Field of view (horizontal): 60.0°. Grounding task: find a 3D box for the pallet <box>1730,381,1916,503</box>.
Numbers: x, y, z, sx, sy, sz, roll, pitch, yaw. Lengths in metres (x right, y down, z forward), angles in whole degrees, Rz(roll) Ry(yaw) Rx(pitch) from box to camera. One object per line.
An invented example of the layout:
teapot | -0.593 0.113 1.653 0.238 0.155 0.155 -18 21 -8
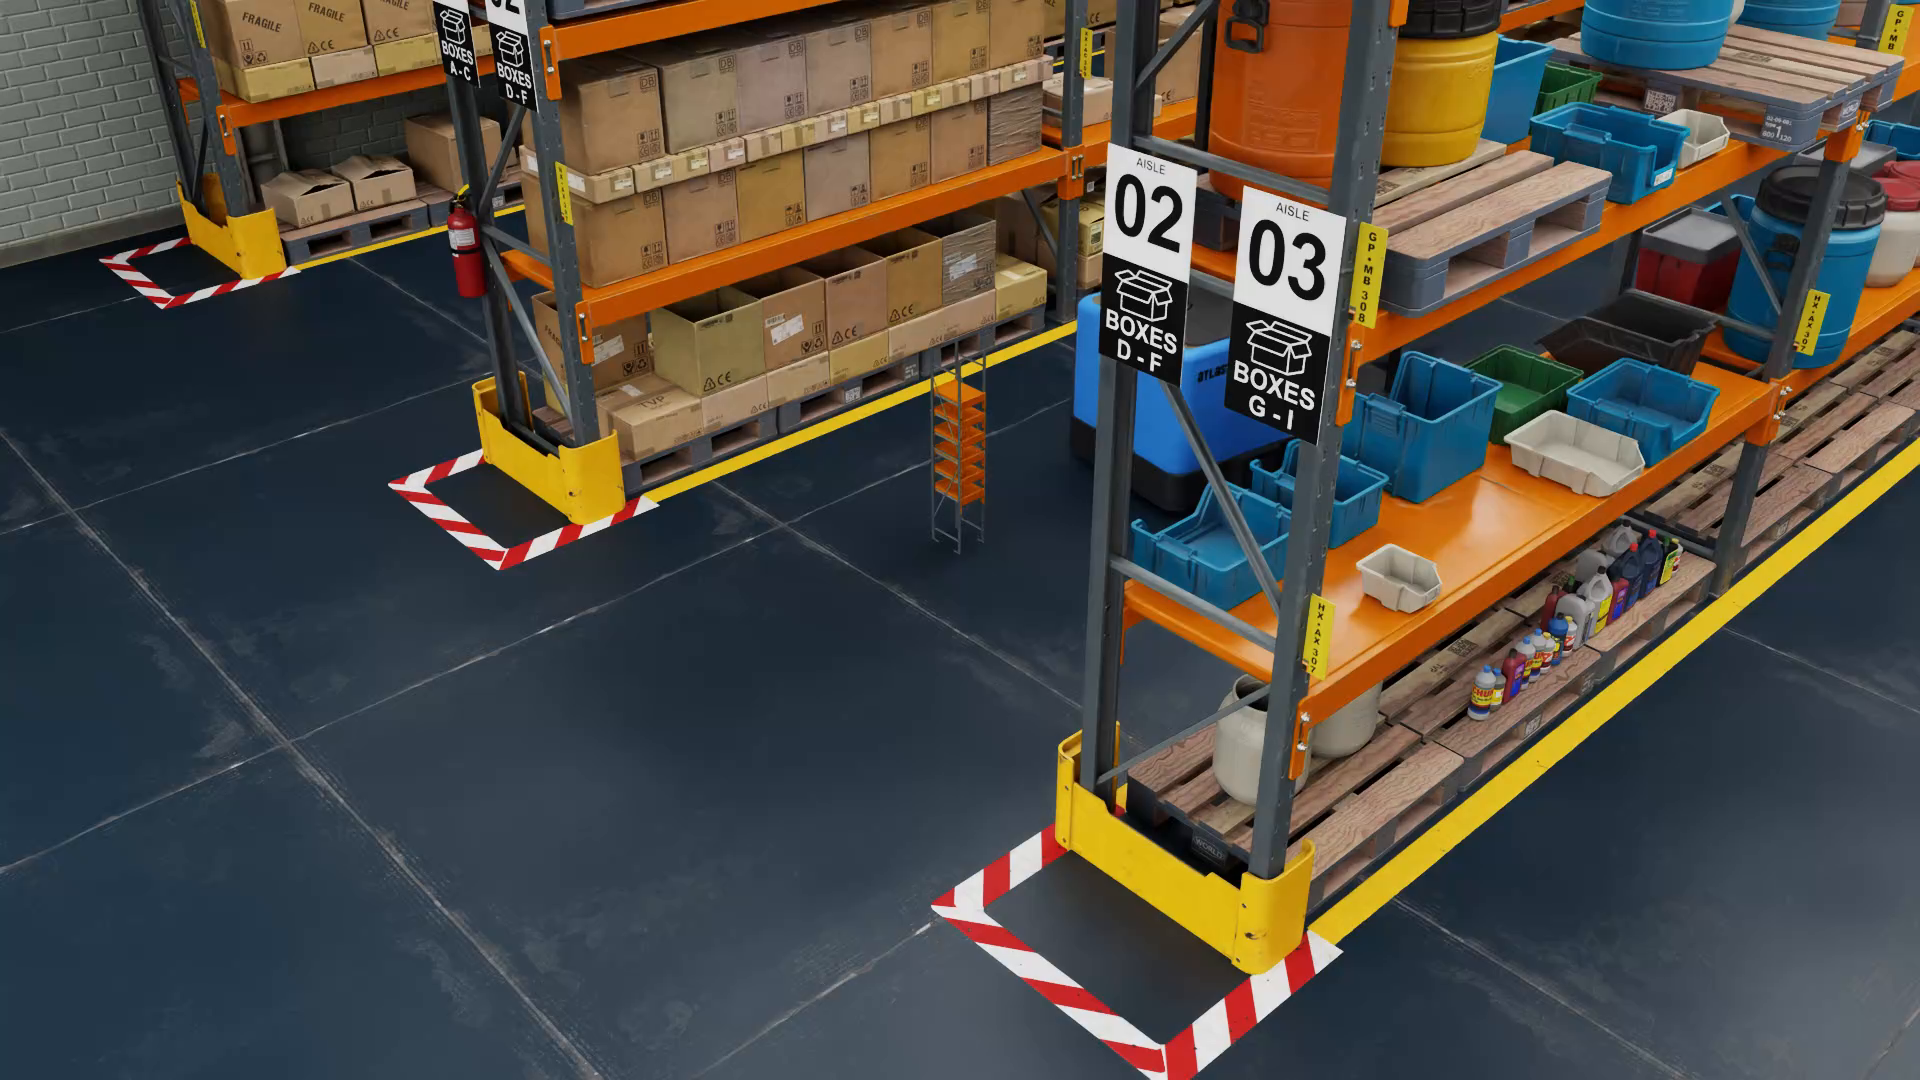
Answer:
pallet | 5.274 -0.707 10.538 1.213 0.211 1.003 -26 40 -35

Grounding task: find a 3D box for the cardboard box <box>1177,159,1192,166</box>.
cardboard box | 2.063 -2.907 13.158 0.500 0.311 0.500 -25 39 -34

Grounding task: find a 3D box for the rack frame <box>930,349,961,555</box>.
rack frame | -0.078 -0.474 9.210 0.006 1.200 0.240 -26 40 -35

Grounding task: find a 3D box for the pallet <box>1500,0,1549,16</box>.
pallet | 4.820 -5.093 15.221 1.213 0.211 1.003 -26 40 -35

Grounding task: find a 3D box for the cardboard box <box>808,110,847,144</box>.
cardboard box | -0.907 -2.566 10.189 0.250 0.149 0.380 -25 40 -35

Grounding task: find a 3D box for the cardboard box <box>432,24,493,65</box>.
cardboard box | -4.145 -4.082 13.509 0.500 0.250 0.500 -25 40 -35

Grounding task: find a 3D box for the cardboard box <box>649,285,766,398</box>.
cardboard box | -1.559 -1.255 10.275 0.500 0.500 0.500 -26 40 -35

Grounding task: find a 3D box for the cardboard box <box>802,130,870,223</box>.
cardboard box | -0.985 -2.399 10.536 0.500 0.500 0.700 -24 39 -34

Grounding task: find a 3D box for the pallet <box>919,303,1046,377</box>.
pallet | -0.148 -1.609 12.012 1.213 0.211 1.003 -26 40 -35

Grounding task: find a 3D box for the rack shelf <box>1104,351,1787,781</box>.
rack shelf | 2.363 -0.152 7.647 4.000 0.370 1.077 -26 40 -35

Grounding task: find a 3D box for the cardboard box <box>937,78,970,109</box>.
cardboard box | -0.155 -2.931 10.784 0.250 0.149 0.380 -26 40 -36

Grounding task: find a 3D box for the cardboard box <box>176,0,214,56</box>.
cardboard box | -5.639 -4.052 12.741 0.500 0.500 0.500 -26 40 -36

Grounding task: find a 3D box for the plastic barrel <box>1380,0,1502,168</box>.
plastic barrel | 1.646 -1.741 6.099 0.600 0.588 0.600 0 31 0

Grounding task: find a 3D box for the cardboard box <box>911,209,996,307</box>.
cardboard box | -0.102 -1.969 11.444 0.500 0.500 0.500 -26 40 -35

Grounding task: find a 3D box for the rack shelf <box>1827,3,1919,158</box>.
rack shelf | 5.296 -2.850 9.184 4.000 0.370 1.077 -26 40 -35

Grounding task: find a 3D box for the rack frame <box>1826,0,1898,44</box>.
rack frame | 3.829 -3.727 7.054 0.127 3.000 1.000 -26 40 -35

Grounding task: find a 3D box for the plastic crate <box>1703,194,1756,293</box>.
plastic crate | 4.426 -1.671 9.458 0.575 0.384 0.392 -26 40 -35

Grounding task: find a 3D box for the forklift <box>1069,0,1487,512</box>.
forklift | 2.188 -2.004 10.052 3.031 2.935 1.130 -20 37 -29

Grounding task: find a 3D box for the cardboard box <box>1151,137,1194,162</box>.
cardboard box | 1.682 -3.103 13.479 0.500 0.311 0.500 -26 40 -36

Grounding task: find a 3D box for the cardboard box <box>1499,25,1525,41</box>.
cardboard box | 5.077 -4.910 15.994 0.500 0.250 0.500 -26 40 -35

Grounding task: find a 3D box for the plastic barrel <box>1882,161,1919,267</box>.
plastic barrel | 5.535 -1.895 9.678 0.433 0.535 0.433 0 31 0

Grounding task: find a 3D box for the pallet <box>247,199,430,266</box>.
pallet | -5.165 -2.651 13.717 1.213 0.211 1.003 -26 40 -35

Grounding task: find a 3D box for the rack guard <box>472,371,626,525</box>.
rack guard | -2.487 -0.570 10.038 0.348 0.500 1.175 -26 40 -35

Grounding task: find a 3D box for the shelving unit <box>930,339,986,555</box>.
shelving unit | -0.011 -0.507 9.263 0.189 1.200 0.258 -26 40 -35

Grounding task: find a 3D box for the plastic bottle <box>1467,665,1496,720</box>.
plastic bottle | 2.437 0.703 7.753 0.097 0.271 0.097 0 31 0

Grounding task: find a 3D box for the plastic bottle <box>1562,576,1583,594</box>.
plastic bottle | 3.087 0.294 8.410 0.133 0.283 0.061 -26 40 -35

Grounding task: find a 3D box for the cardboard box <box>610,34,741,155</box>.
cardboard box | -1.697 -2.610 9.637 0.500 0.500 0.700 -27 41 -37

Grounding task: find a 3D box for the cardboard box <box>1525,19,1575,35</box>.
cardboard box | 5.810 -4.945 16.770 0.500 0.500 0.500 27 41 37

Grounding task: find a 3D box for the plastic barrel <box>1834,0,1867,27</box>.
plastic barrel | 4.534 -3.157 8.516 0.600 0.901 0.600 0 31 0

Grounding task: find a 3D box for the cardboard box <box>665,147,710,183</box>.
cardboard box | -1.659 -2.204 9.596 0.250 0.149 0.380 -26 40 -35

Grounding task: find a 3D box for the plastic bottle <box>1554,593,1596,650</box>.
plastic bottle | 3.053 0.384 8.271 0.135 0.276 0.152 -25 39 -35

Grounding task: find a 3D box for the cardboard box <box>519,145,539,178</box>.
cardboard box | -2.319 -2.173 9.545 0.250 0.149 0.380 -27 40 -36

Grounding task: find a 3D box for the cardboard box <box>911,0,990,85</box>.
cardboard box | -0.227 -3.321 10.800 0.500 0.500 0.700 -26 40 -36

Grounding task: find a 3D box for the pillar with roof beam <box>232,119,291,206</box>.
pillar with roof beam | -2.988 -5.031 9.186 0.400 9.000 9.100 -26 40 -35

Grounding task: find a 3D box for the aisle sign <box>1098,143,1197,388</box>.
aisle sign | 0.641 -0.946 5.765 0.004 0.787 0.394 -26 40 -35

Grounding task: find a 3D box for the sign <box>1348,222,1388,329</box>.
sign | 1.267 -0.821 5.167 0.005 0.325 0.100 -26 40 -35

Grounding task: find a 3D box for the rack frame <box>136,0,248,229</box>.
rack frame | -5.840 -3.539 12.497 0.127 3.000 1.000 -26 40 -35

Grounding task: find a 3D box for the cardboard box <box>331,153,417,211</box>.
cardboard box | -4.853 -2.993 13.759 0.500 0.311 0.500 -22 38 -32

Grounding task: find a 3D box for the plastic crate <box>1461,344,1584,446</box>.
plastic crate | 2.642 -0.704 8.064 0.662 0.188 0.450 -26 40 -35

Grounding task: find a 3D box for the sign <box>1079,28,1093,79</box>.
sign | 0.842 -3.256 11.127 0.005 0.325 0.100 -26 40 -35

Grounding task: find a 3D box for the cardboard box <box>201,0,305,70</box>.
cardboard box | -5.286 -3.858 12.424 0.500 0.500 0.500 -26 40 -35

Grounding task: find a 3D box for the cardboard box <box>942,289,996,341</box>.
cardboard box | -0.101 -1.649 11.638 0.500 0.250 0.500 -26 40 -35

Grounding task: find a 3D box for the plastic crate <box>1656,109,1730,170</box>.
plastic crate | 2.927 -1.611 6.721 0.396 0.136 0.243 -26 40 -35

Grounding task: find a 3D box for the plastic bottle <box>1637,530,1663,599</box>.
plastic bottle | 3.553 0.113 8.642 0.185 0.351 0.144 -27 41 -37

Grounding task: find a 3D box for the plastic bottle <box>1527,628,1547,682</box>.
plastic bottle | 2.762 0.546 8.010 0.097 0.271 0.097 0 31 0

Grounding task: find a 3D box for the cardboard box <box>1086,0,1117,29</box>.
cardboard box | 1.301 -6.158 18.437 0.750 0.750 0.750 -26 40 -36

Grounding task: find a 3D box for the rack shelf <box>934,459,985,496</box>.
rack shelf | -0.011 -0.366 9.349 0.180 0.103 0.258 -26 40 -35

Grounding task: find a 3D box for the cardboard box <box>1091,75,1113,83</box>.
cardboard box | 0.984 -3.389 12.380 0.258 0.266 0.396 -27 40 -37

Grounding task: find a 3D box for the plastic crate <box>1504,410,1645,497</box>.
plastic crate | 2.811 -0.383 7.588 0.437 0.136 0.530 -26 40 -35

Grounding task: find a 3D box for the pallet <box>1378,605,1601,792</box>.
pallet | 2.413 0.679 8.272 1.213 0.211 1.003 -26 40 -35

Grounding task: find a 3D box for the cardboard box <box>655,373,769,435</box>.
cardboard box | -1.561 -0.935 10.472 0.500 0.250 0.500 -26 40 -35
